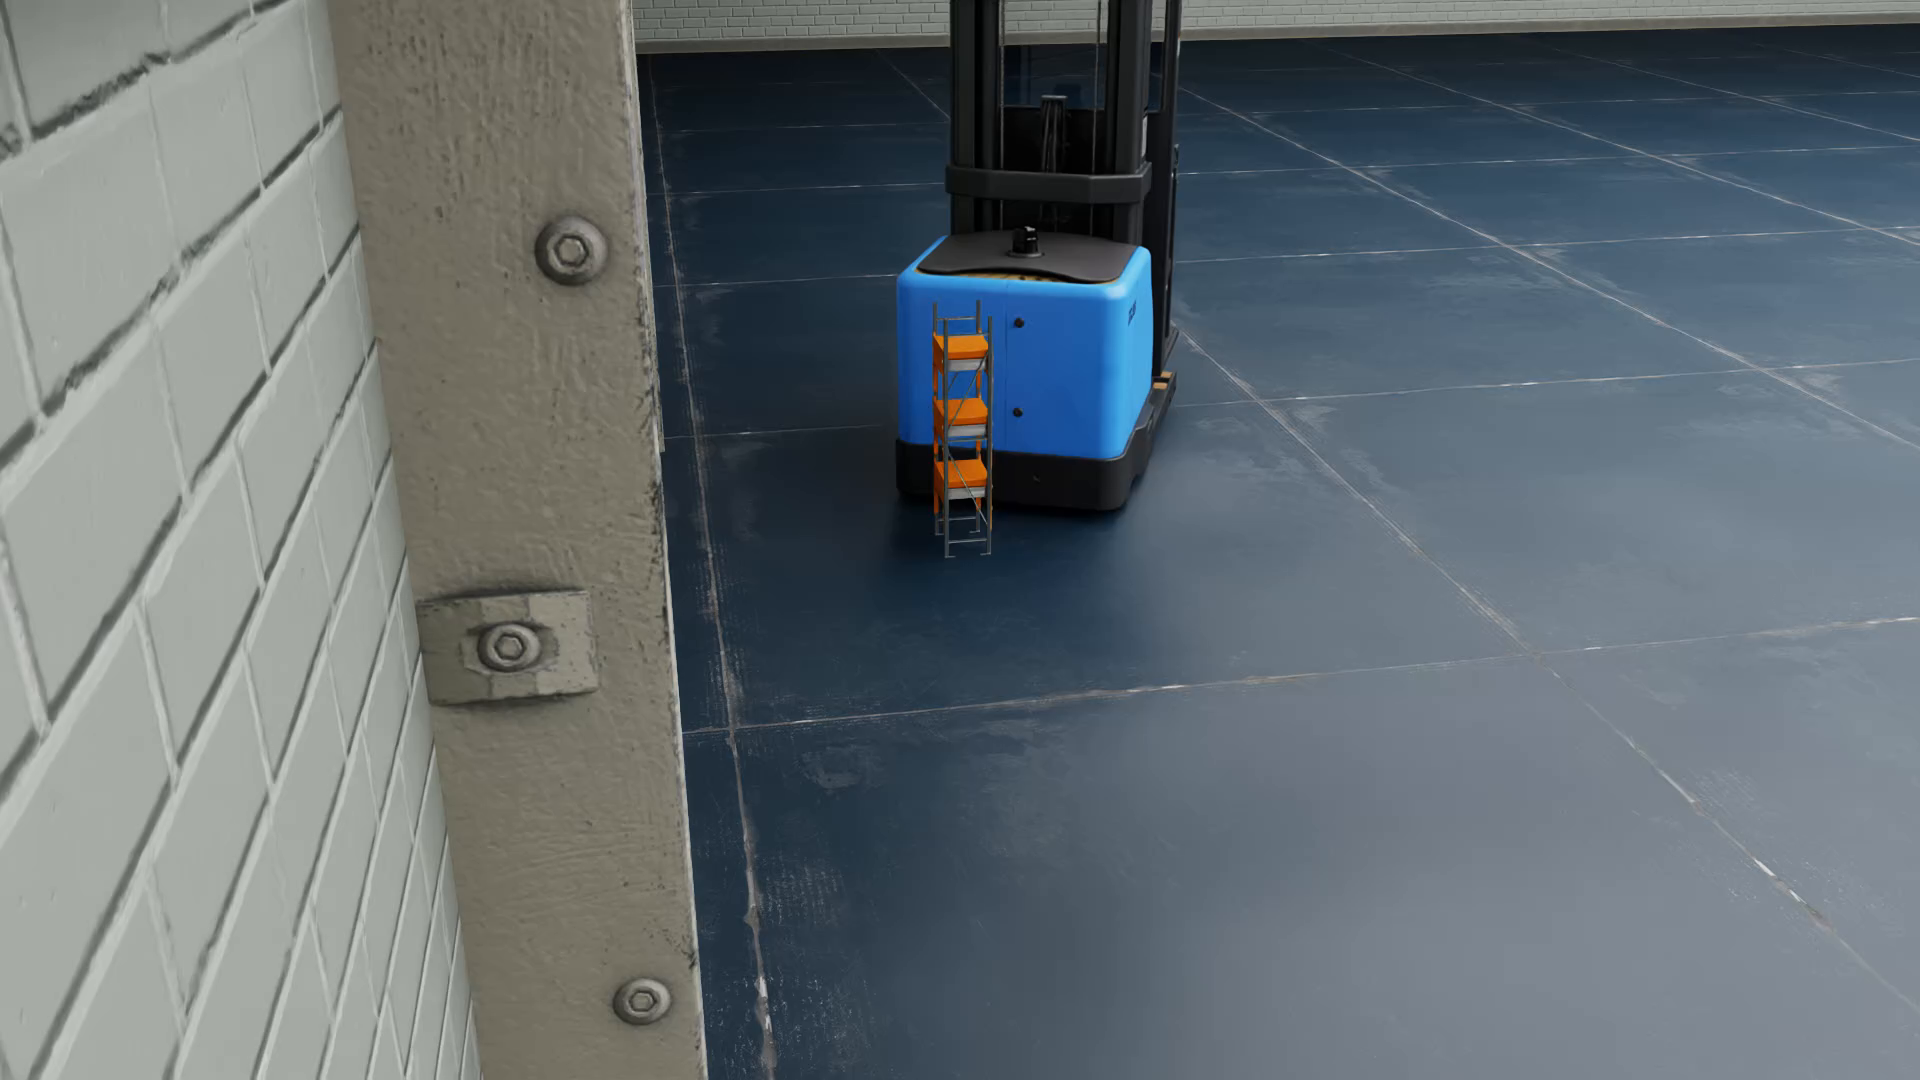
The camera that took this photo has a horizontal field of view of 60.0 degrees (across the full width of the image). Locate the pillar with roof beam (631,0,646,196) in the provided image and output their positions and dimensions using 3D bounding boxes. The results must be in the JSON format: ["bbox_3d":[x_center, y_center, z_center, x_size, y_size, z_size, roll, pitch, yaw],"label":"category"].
[{"bbox_3d":[1.467,-7.307,12.738,9.100,9.000,0.400,-4,24,-10],"label":"pillar with roof beam"}]

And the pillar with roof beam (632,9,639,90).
[{"bbox_3d":[0.357,-9.667,18.141,9.100,9.000,0.400,-4,24,-10],"label":"pillar with roof beam"}]

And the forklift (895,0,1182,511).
[{"bbox_3d":[0.549,-2.036,8.250,1.130,2.935,3.031,5,24,12],"label":"forklift"}]

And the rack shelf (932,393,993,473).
[{"bbox_3d":[0.010,-0.450,6.996,0.215,0.259,0.240,-4,24,-10],"label":"rack shelf"}]

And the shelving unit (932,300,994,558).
[{"bbox_3d":[0.010,-0.460,6.992,0.215,1.050,0.252,-4,24,-10],"label":"shelving unit"}]

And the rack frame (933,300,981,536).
[{"bbox_3d":[-0.013,-0.508,7.102,0.200,1.050,0.008,-4,24,-10],"label":"rack frame"}]

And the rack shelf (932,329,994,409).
[{"bbox_3d":[0.010,-0.710,6.882,0.215,0.259,0.240,-4,24,-10],"label":"rack shelf"}]

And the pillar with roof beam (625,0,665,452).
[{"bbox_3d":[2.576,-4.947,7.334,9.100,9.000,0.400,-4,24,-10],"label":"pillar with roof beam"}]

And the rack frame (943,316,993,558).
[{"bbox_3d":[0.032,-0.412,6.882,0.200,1.050,0.008,-4,24,-10],"label":"rack frame"}]

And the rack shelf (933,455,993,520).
[{"bbox_3d":[0.010,-0.196,7.107,0.215,0.259,0.240,-4,24,-10],"label":"rack shelf"}]
